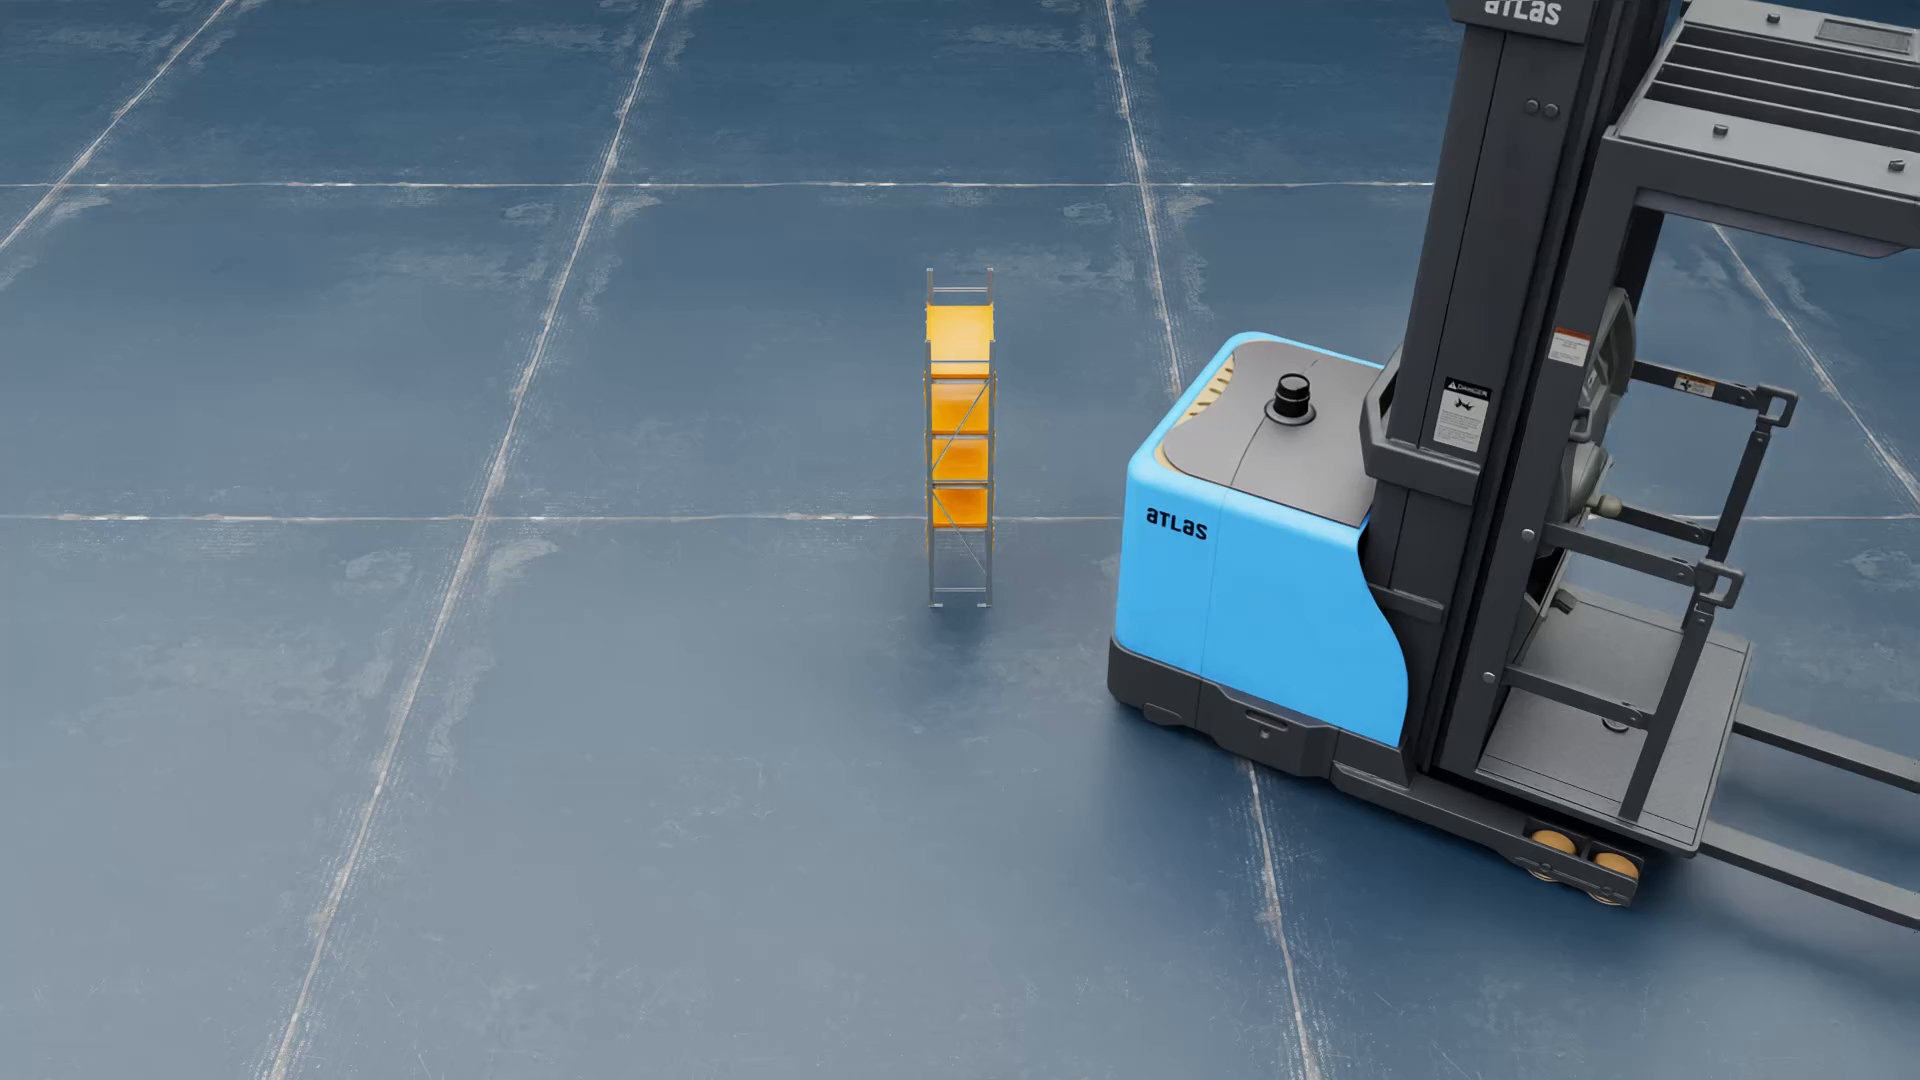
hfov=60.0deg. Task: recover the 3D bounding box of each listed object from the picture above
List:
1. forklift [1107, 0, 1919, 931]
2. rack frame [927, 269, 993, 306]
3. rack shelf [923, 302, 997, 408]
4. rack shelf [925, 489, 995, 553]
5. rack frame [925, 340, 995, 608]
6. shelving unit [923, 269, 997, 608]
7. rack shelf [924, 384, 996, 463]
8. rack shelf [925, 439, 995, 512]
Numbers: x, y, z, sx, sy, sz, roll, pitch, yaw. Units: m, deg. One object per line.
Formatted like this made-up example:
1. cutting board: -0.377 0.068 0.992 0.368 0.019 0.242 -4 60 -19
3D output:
1. forklift: 2.067 -0.364 4.861 3.031 2.935 1.130 19 43 22
2. rack frame: 0.000 -0.517 6.436 0.240 1.200 0.015 0 39 0
3. rack shelf: 0.000 -0.671 6.000 0.258 0.148 0.480 0 39 0
4. rack shelf: 0.000 -0.157 6.412 0.258 0.148 0.480 0 39 0
5. rack frame: 0.000 -0.212 6.055 0.240 1.200 0.015 0 39 0
6. shelving unit: 0.000 -0.365 6.246 0.258 1.200 0.503 0 39 0
7. rack shelf: 0.000 -0.487 6.148 0.258 0.148 0.480 0 39 0
8. rack shelf: 0.000 -0.312 6.288 0.258 0.148 0.480 0 39 0
